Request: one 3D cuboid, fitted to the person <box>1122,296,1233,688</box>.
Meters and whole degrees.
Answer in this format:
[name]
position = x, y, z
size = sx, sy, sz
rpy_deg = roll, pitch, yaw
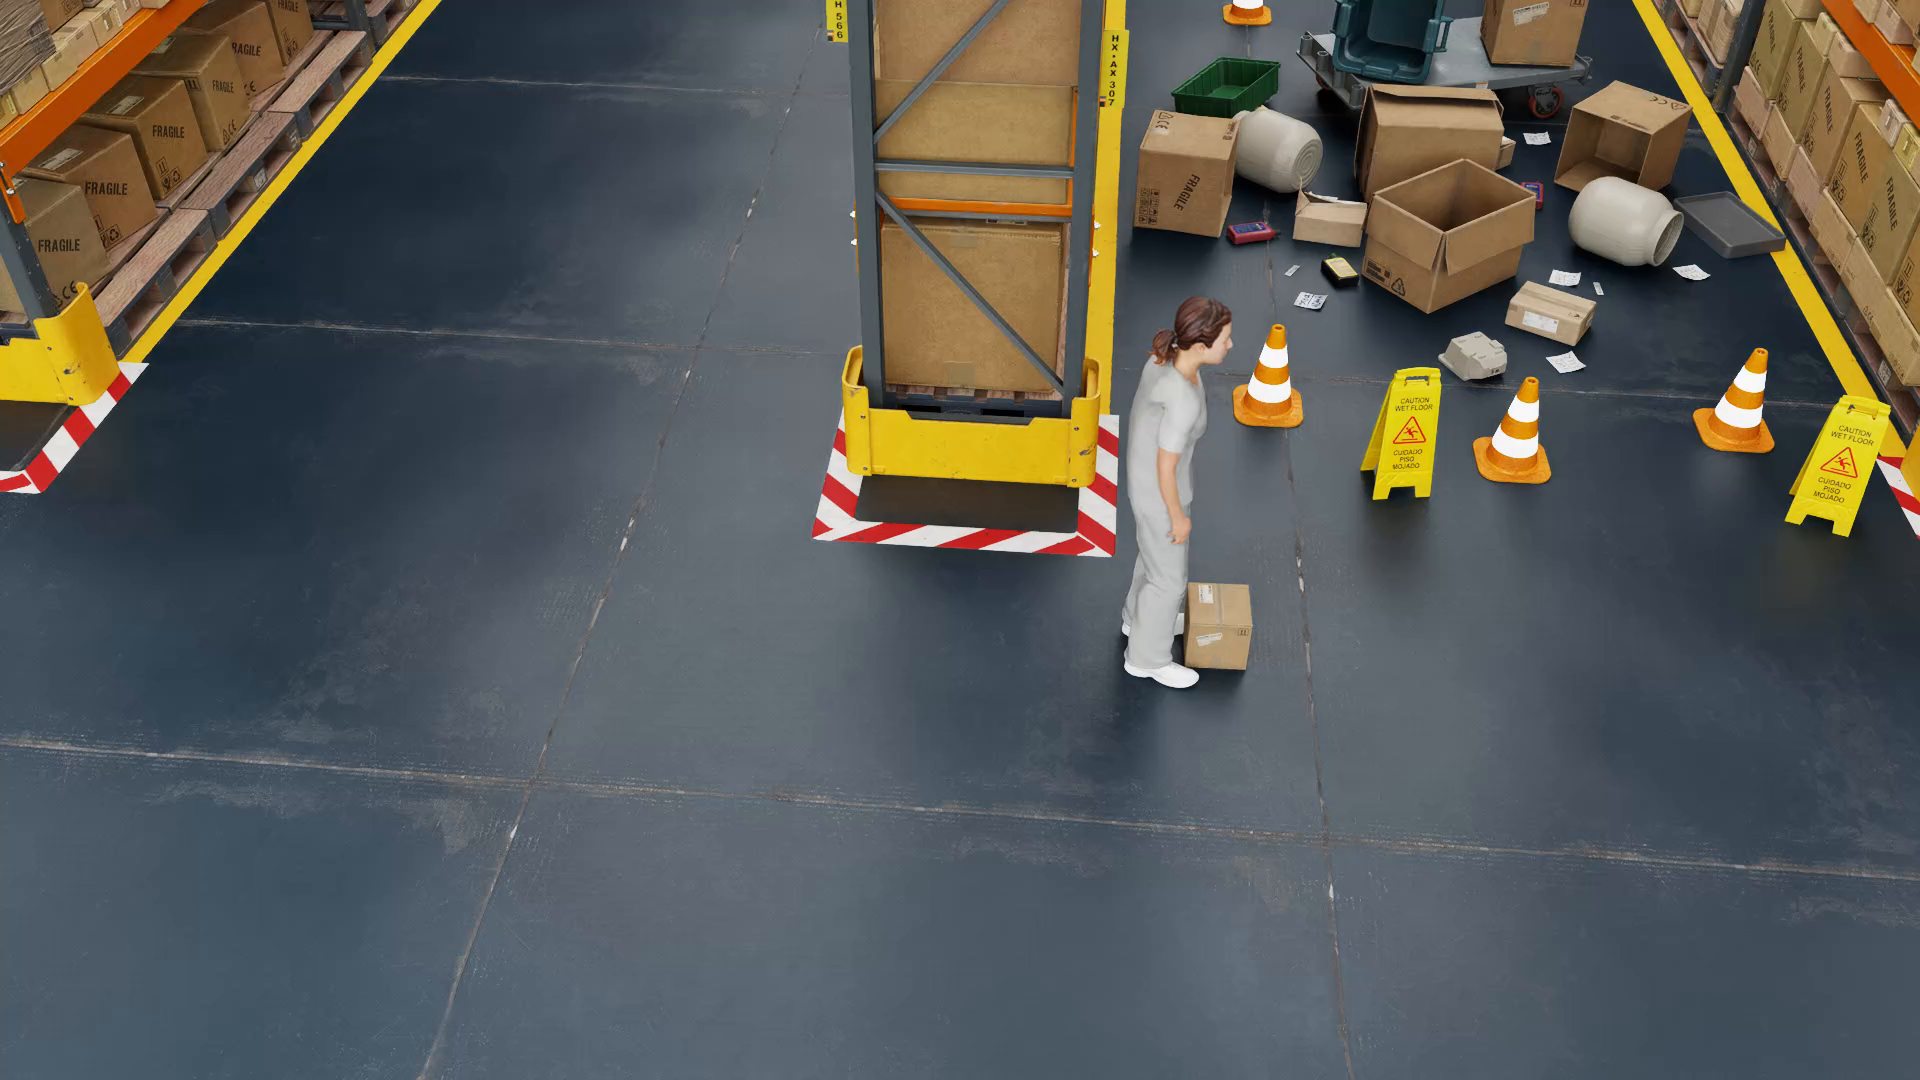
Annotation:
[person]
position = 0.810, -0.197, 6.390
size = 0.354, 1.673, 0.490
rpy_deg = 3, 40, 4
